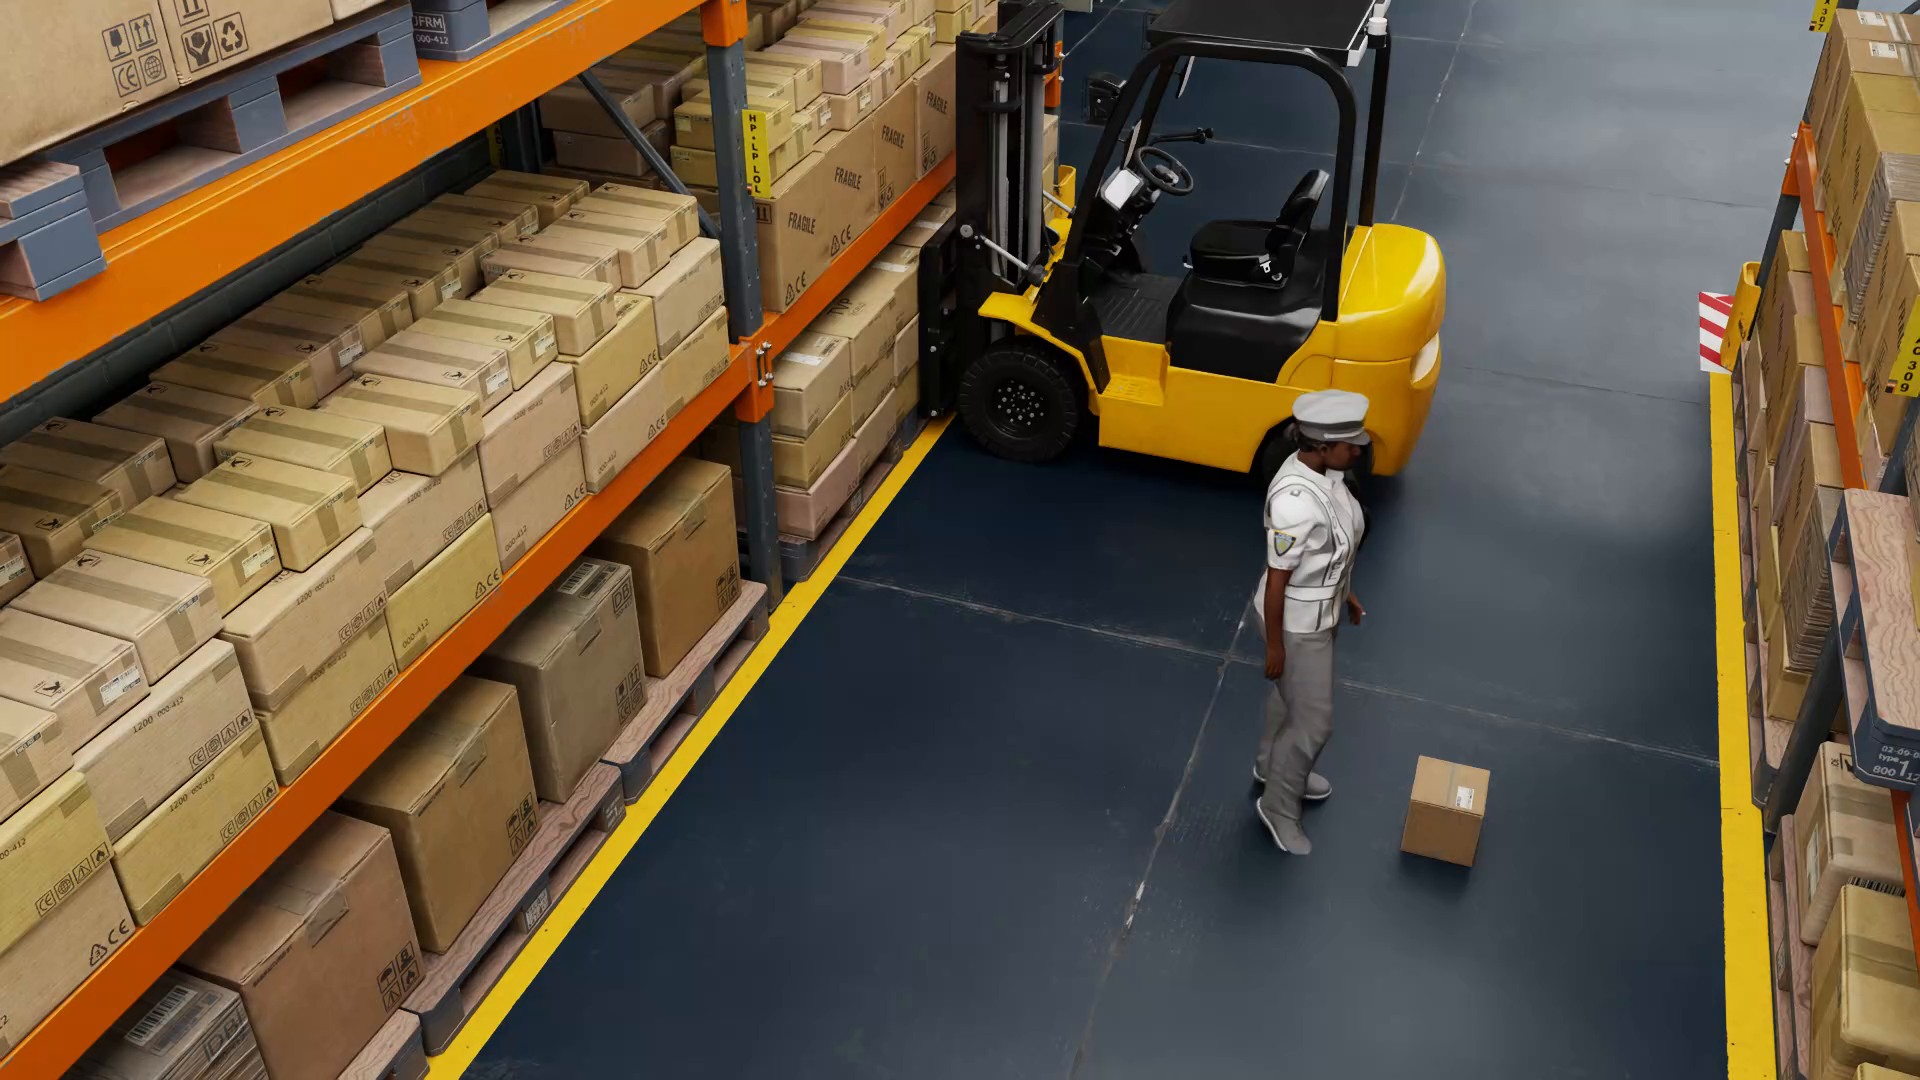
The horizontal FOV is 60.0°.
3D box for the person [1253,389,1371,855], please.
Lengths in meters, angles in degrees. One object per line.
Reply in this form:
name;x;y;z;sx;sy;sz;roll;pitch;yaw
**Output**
person;1.191;0.295;5.724;0.372;1.742;0.508;14;36;20
